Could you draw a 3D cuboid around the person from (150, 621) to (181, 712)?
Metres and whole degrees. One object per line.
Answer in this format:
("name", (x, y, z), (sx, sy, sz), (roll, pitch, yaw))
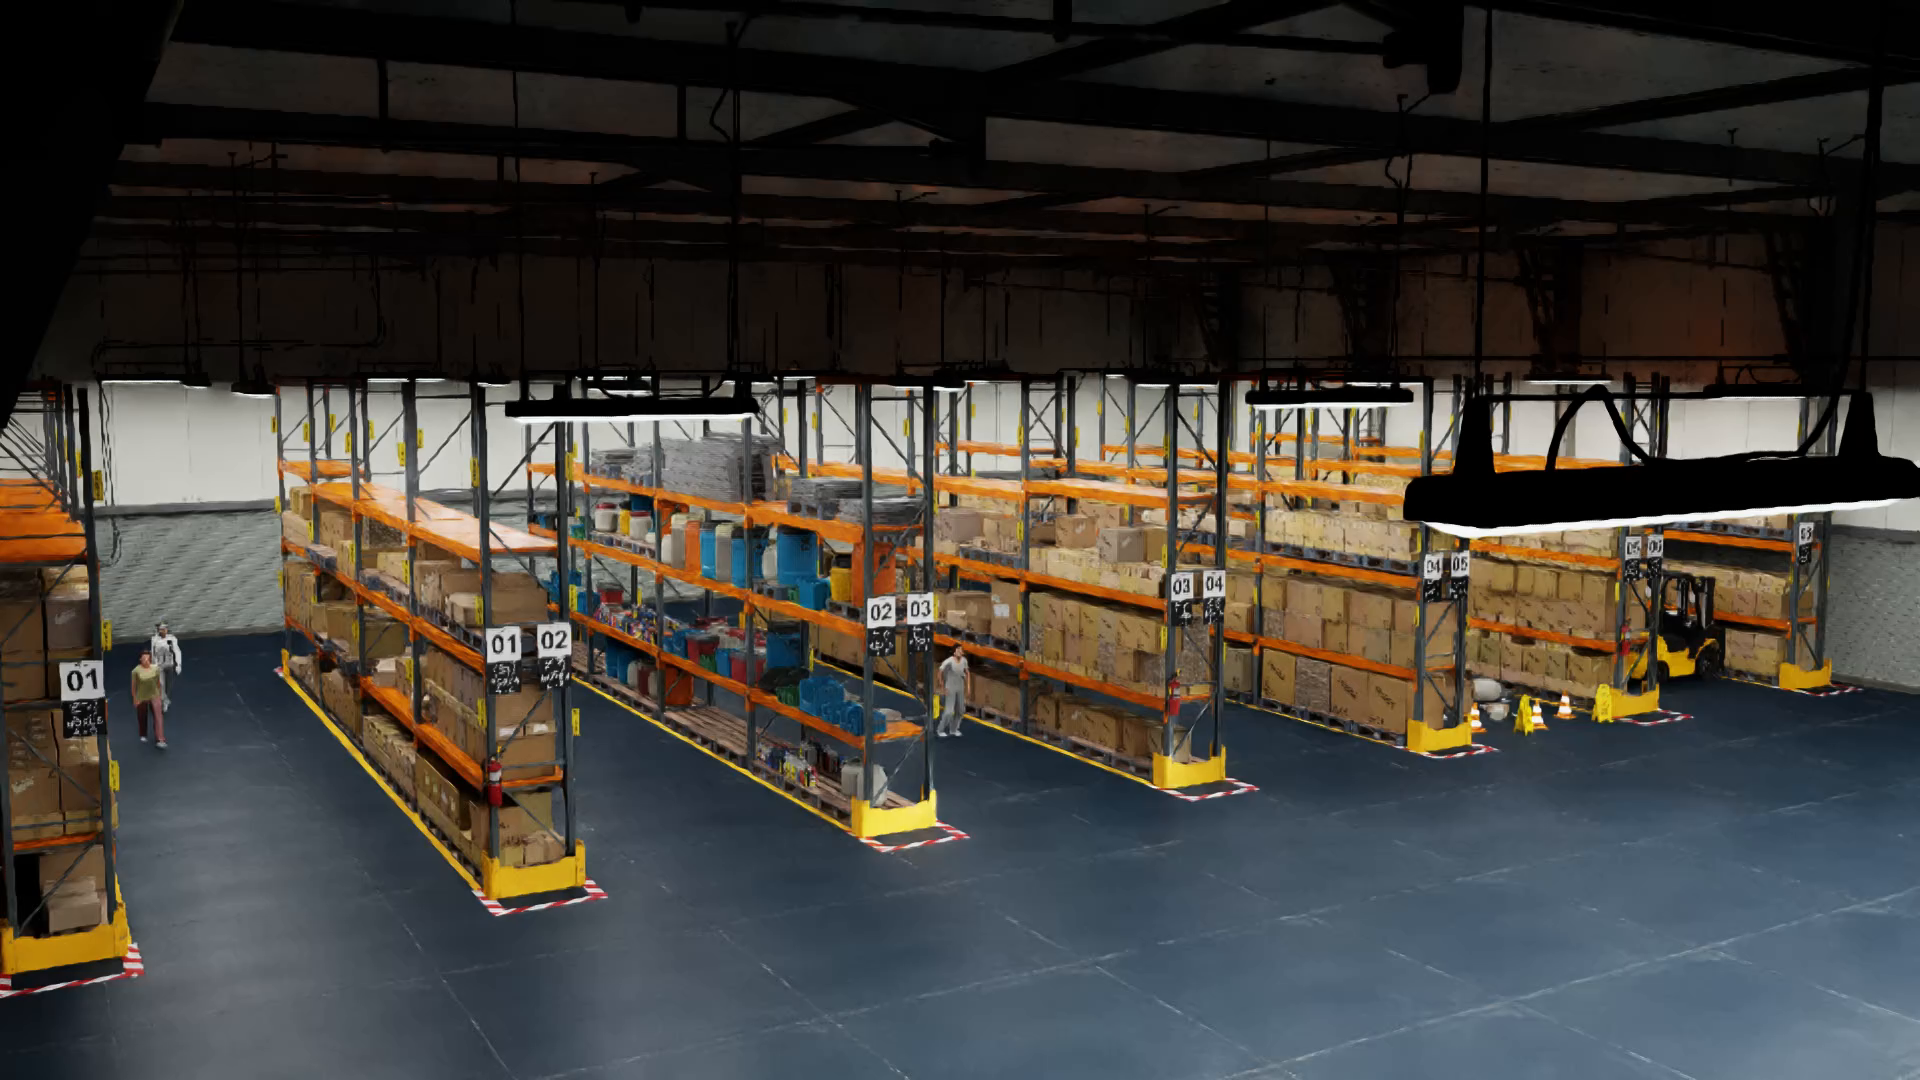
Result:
("person", (-14.307, 2.239, 29.965), (0.500, 1.625, 0.989), (-4, 7, -31))

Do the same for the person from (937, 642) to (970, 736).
("person", (-0.110, 2.495, 27.808), (0.580, 1.617, 0.502), (-4, 7, -32))

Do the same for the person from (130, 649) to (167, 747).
("person", (-13.244, 2.557, 27.088), (0.451, 1.586, 1.099), (-4, 7, -32))
